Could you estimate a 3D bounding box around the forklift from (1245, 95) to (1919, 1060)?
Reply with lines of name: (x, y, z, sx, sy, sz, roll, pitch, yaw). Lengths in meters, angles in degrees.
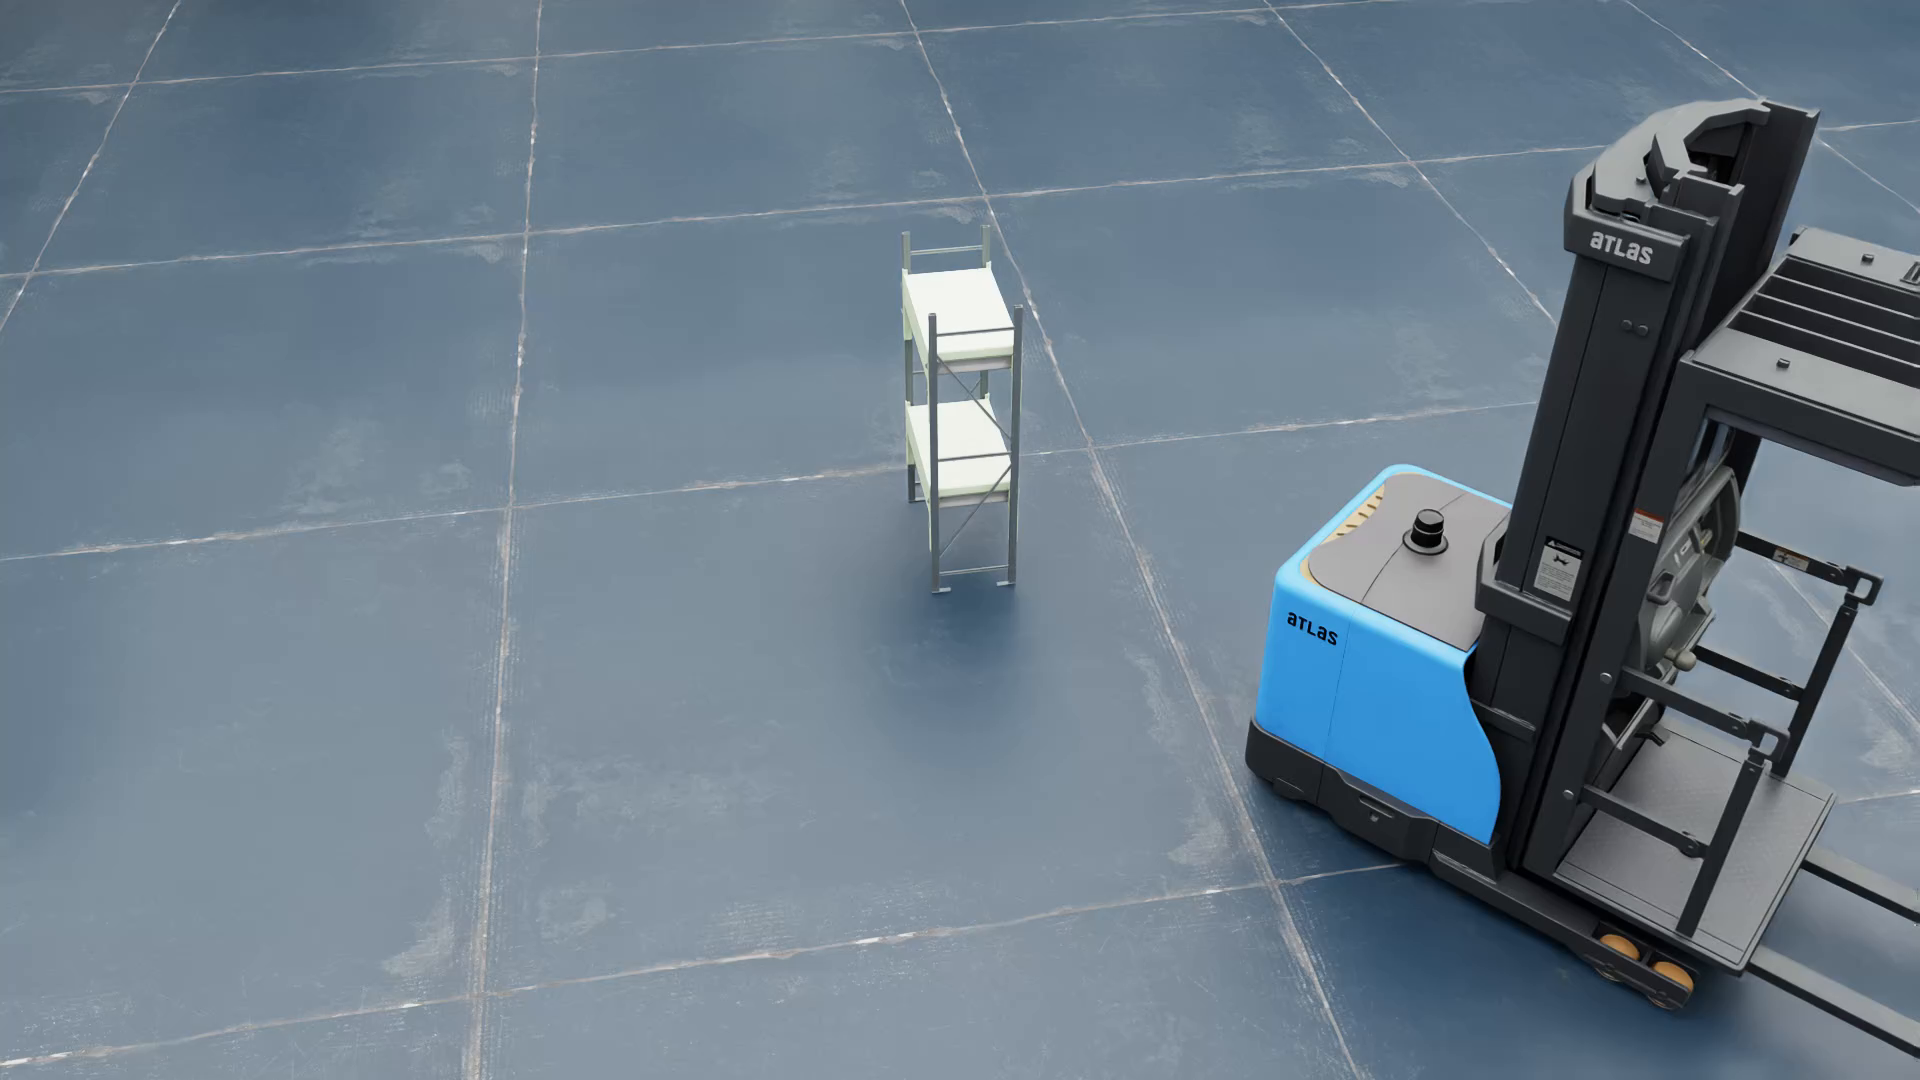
forklift: (2.638, 0.156, 5.560, 3.031, 2.935, 1.130, 27, 45, 30)

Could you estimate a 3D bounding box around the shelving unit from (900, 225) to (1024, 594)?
shelving unit: (0.001, -0.588, 7.685, 0.431, 1.500, 0.755, -6, 38, -8)

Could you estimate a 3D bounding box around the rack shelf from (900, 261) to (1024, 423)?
rack shelf: (0.001, -0.896, 7.445, 0.431, 0.370, 0.720, -6, 38, -8)

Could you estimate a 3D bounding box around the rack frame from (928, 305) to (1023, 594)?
rack frame: (0.065, -0.367, 7.400, 0.400, 1.500, 0.023, -6, 38, -8)

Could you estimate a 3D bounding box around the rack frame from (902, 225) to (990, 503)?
rack frame: (-0.063, -0.809, 7.969, 0.400, 1.500, 0.023, -6, 38, -8)

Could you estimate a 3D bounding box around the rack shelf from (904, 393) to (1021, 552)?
rack shelf: (0.001, -0.331, 7.885, 0.431, 0.370, 0.720, -6, 38, -8)
